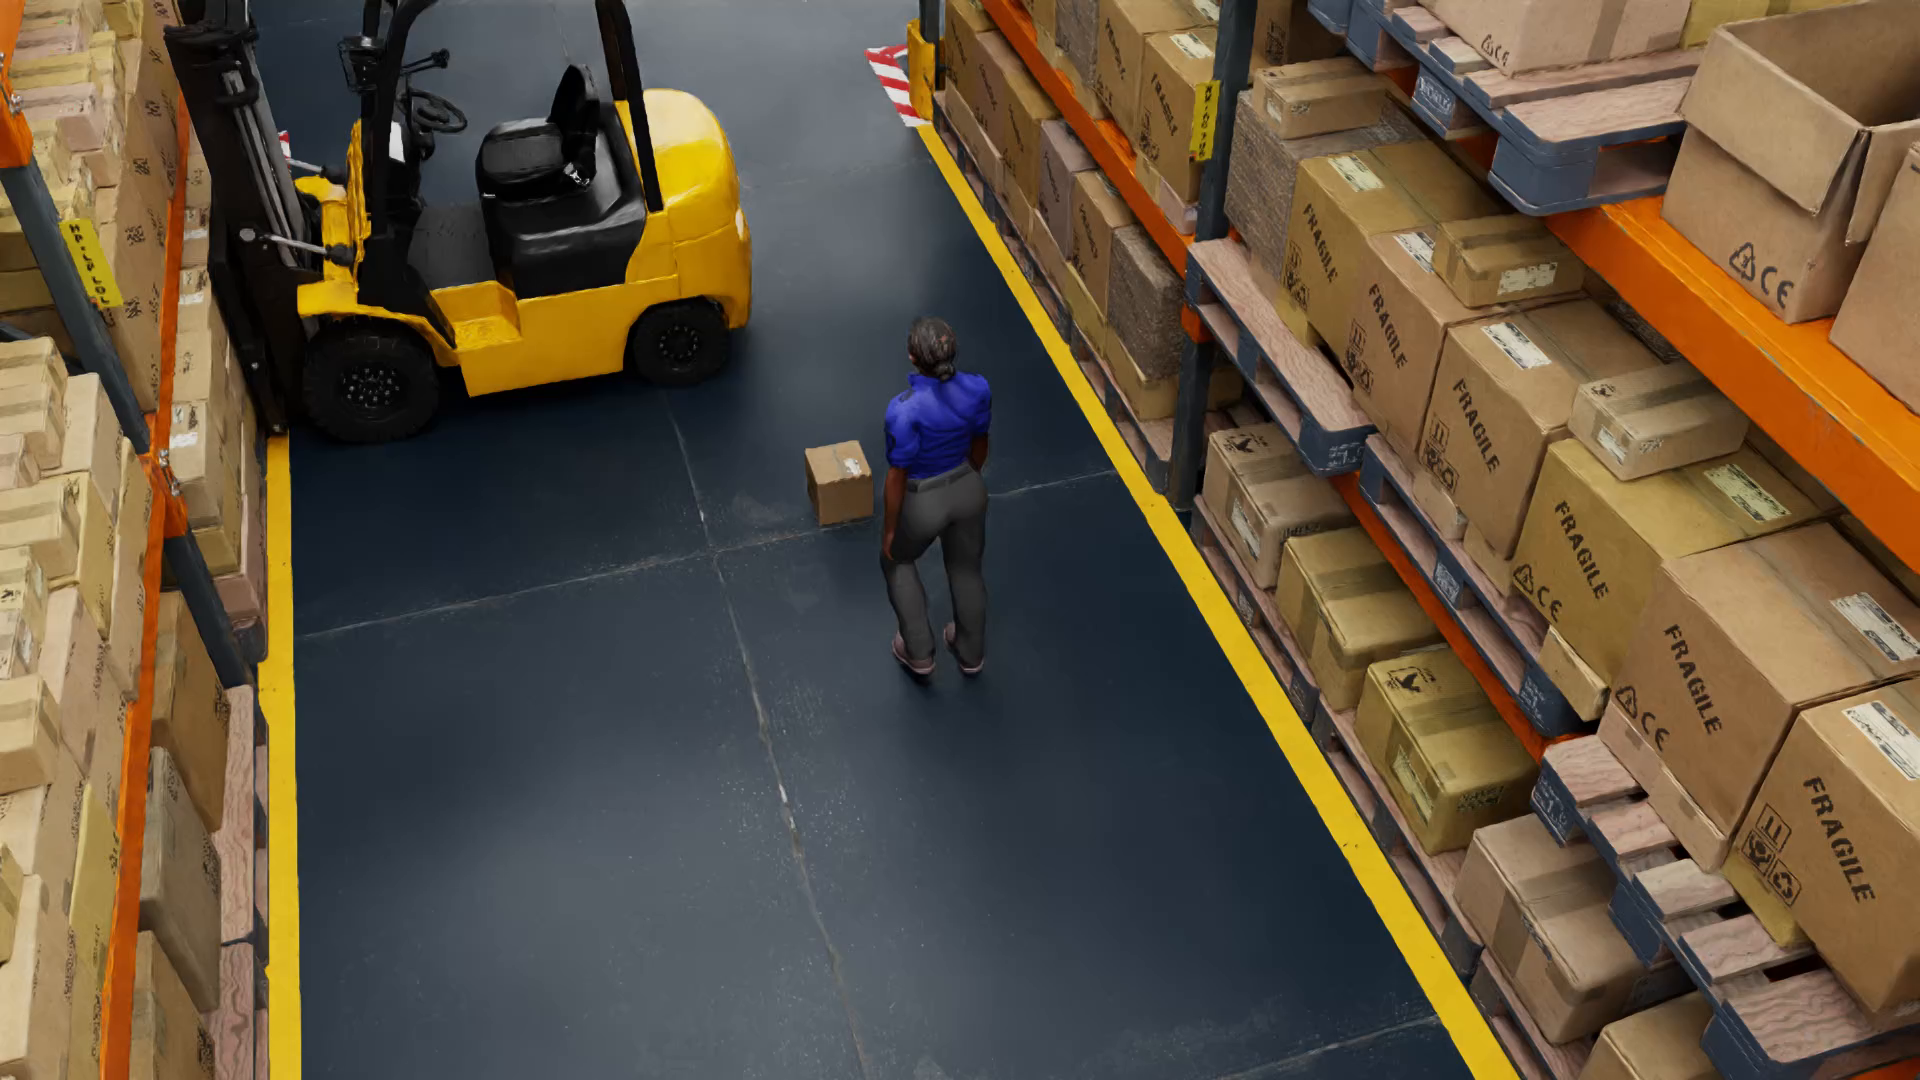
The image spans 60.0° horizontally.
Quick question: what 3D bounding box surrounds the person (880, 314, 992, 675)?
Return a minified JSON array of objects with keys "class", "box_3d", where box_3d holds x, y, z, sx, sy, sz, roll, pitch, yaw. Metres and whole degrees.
[{"class":"person","box_3d":[-0.102,-0.146,6.304,0.490,1.652,0.403,-21,47,-22]}]
